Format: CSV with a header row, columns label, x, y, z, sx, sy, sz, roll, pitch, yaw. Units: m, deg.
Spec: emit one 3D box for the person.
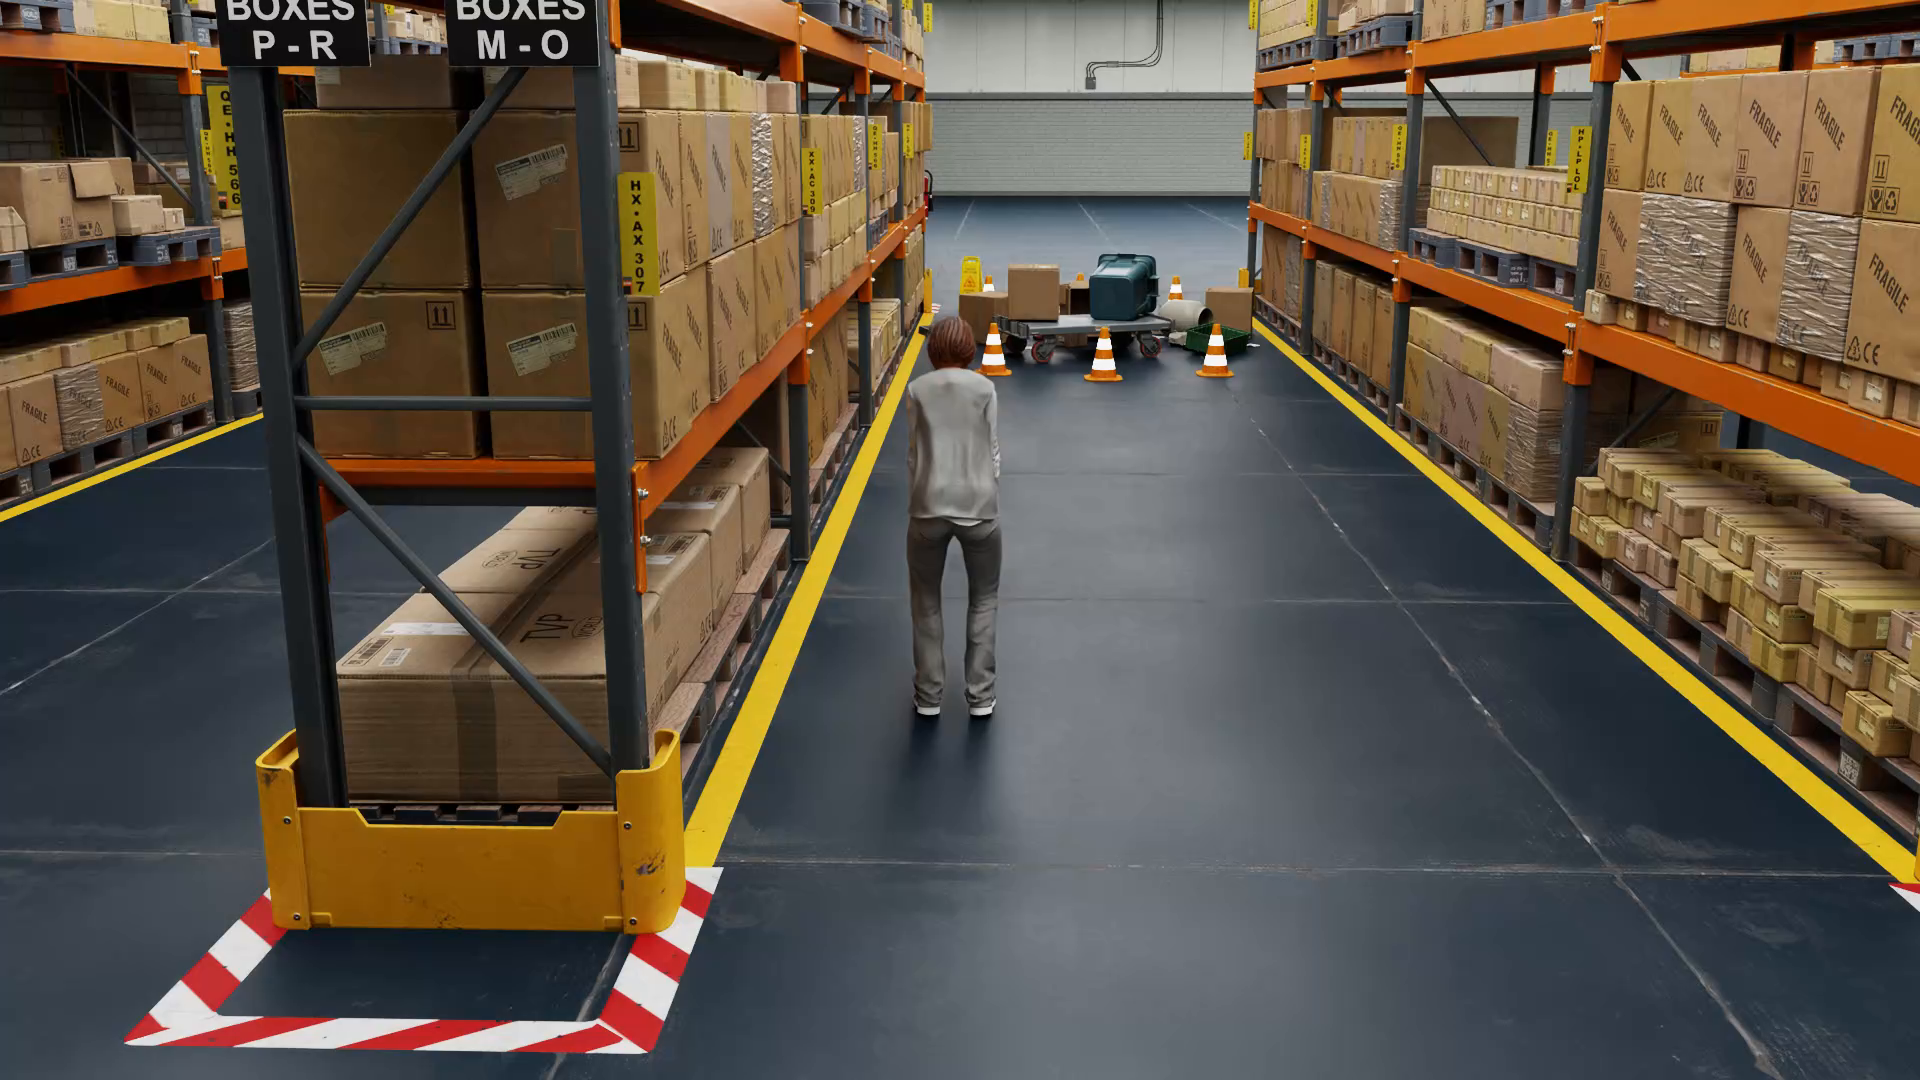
label,x,y,z,sx,sy,sz,roll,pitch,yaw
person,-0.024,-0.088,6.500,0.376,1.540,0.547,0,14,0
